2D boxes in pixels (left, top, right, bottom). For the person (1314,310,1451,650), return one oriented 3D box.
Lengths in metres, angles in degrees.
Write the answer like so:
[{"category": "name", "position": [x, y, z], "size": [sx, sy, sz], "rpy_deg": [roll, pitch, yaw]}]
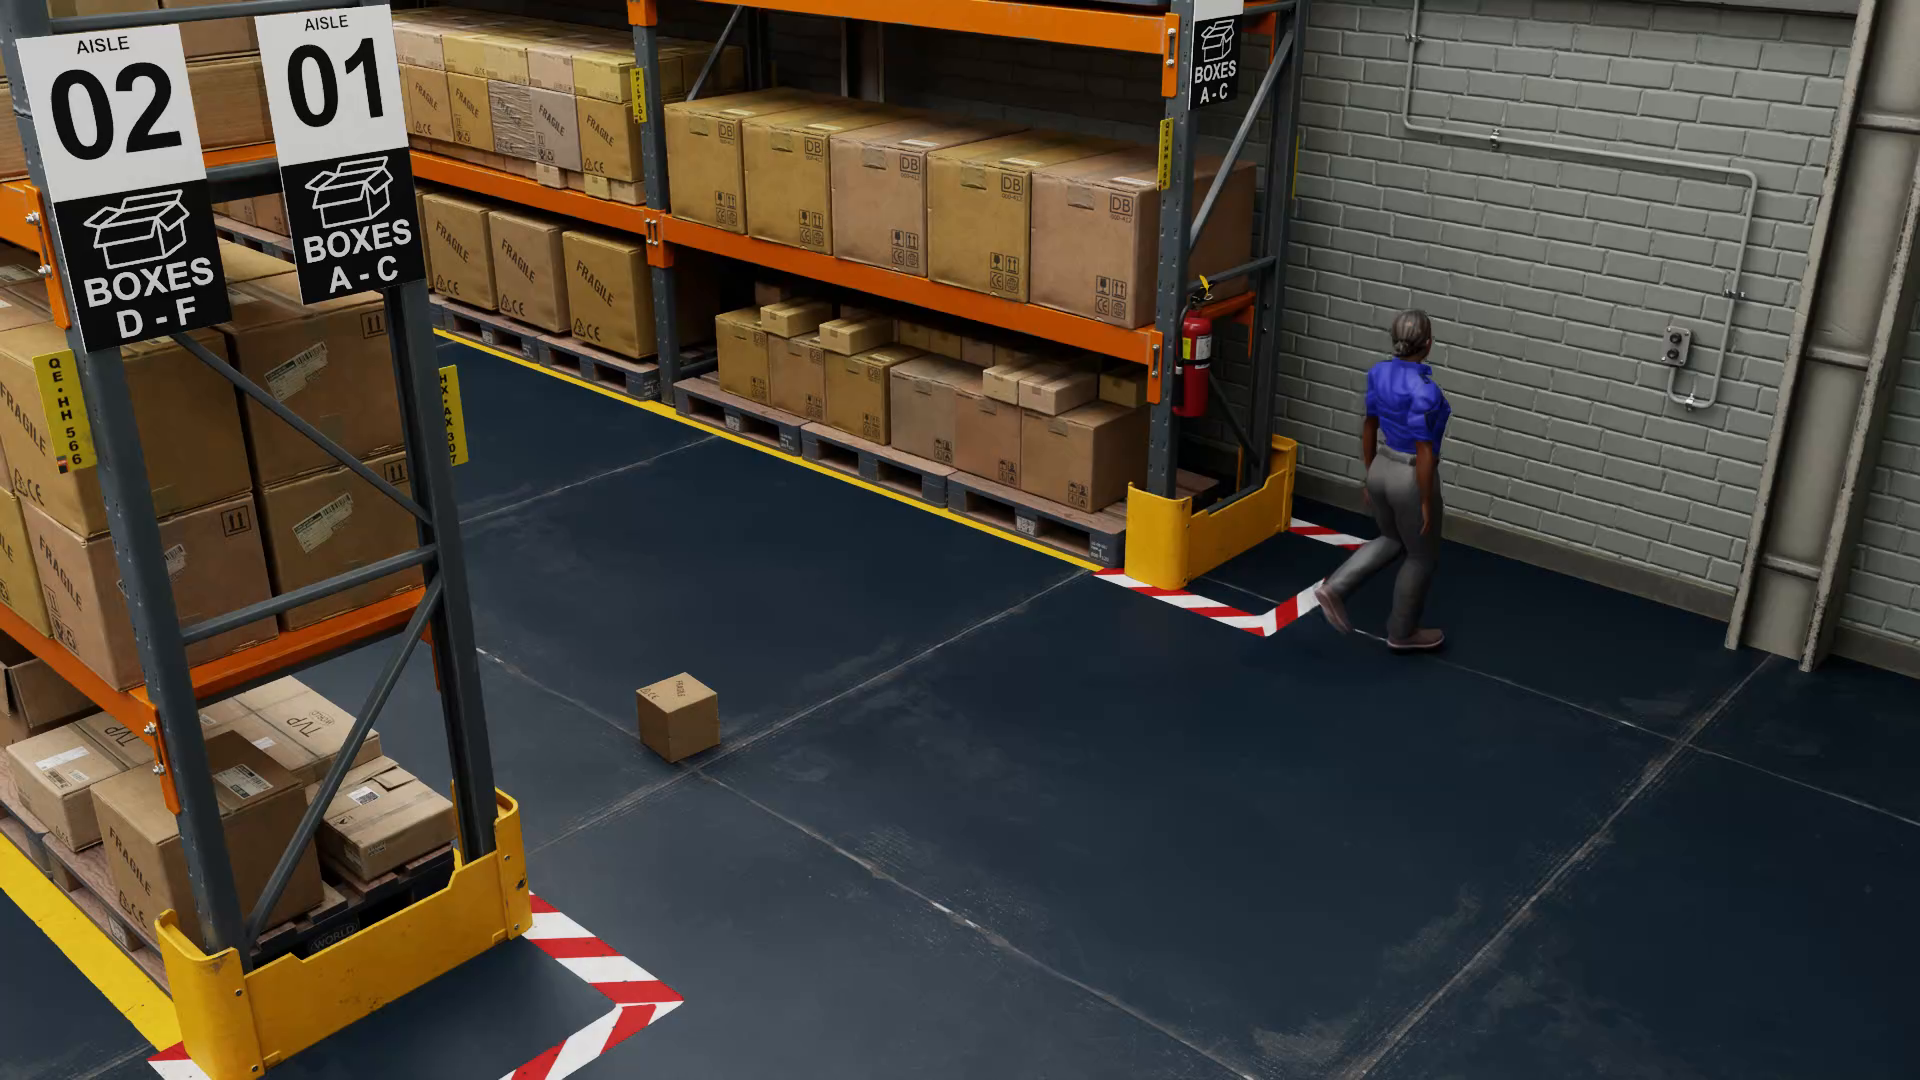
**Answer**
[{"category": "person", "position": [1.998, -0.255, 7.638], "size": [0.613, 1.635, 0.477], "rpy_deg": [-10, 26, -20]}]
